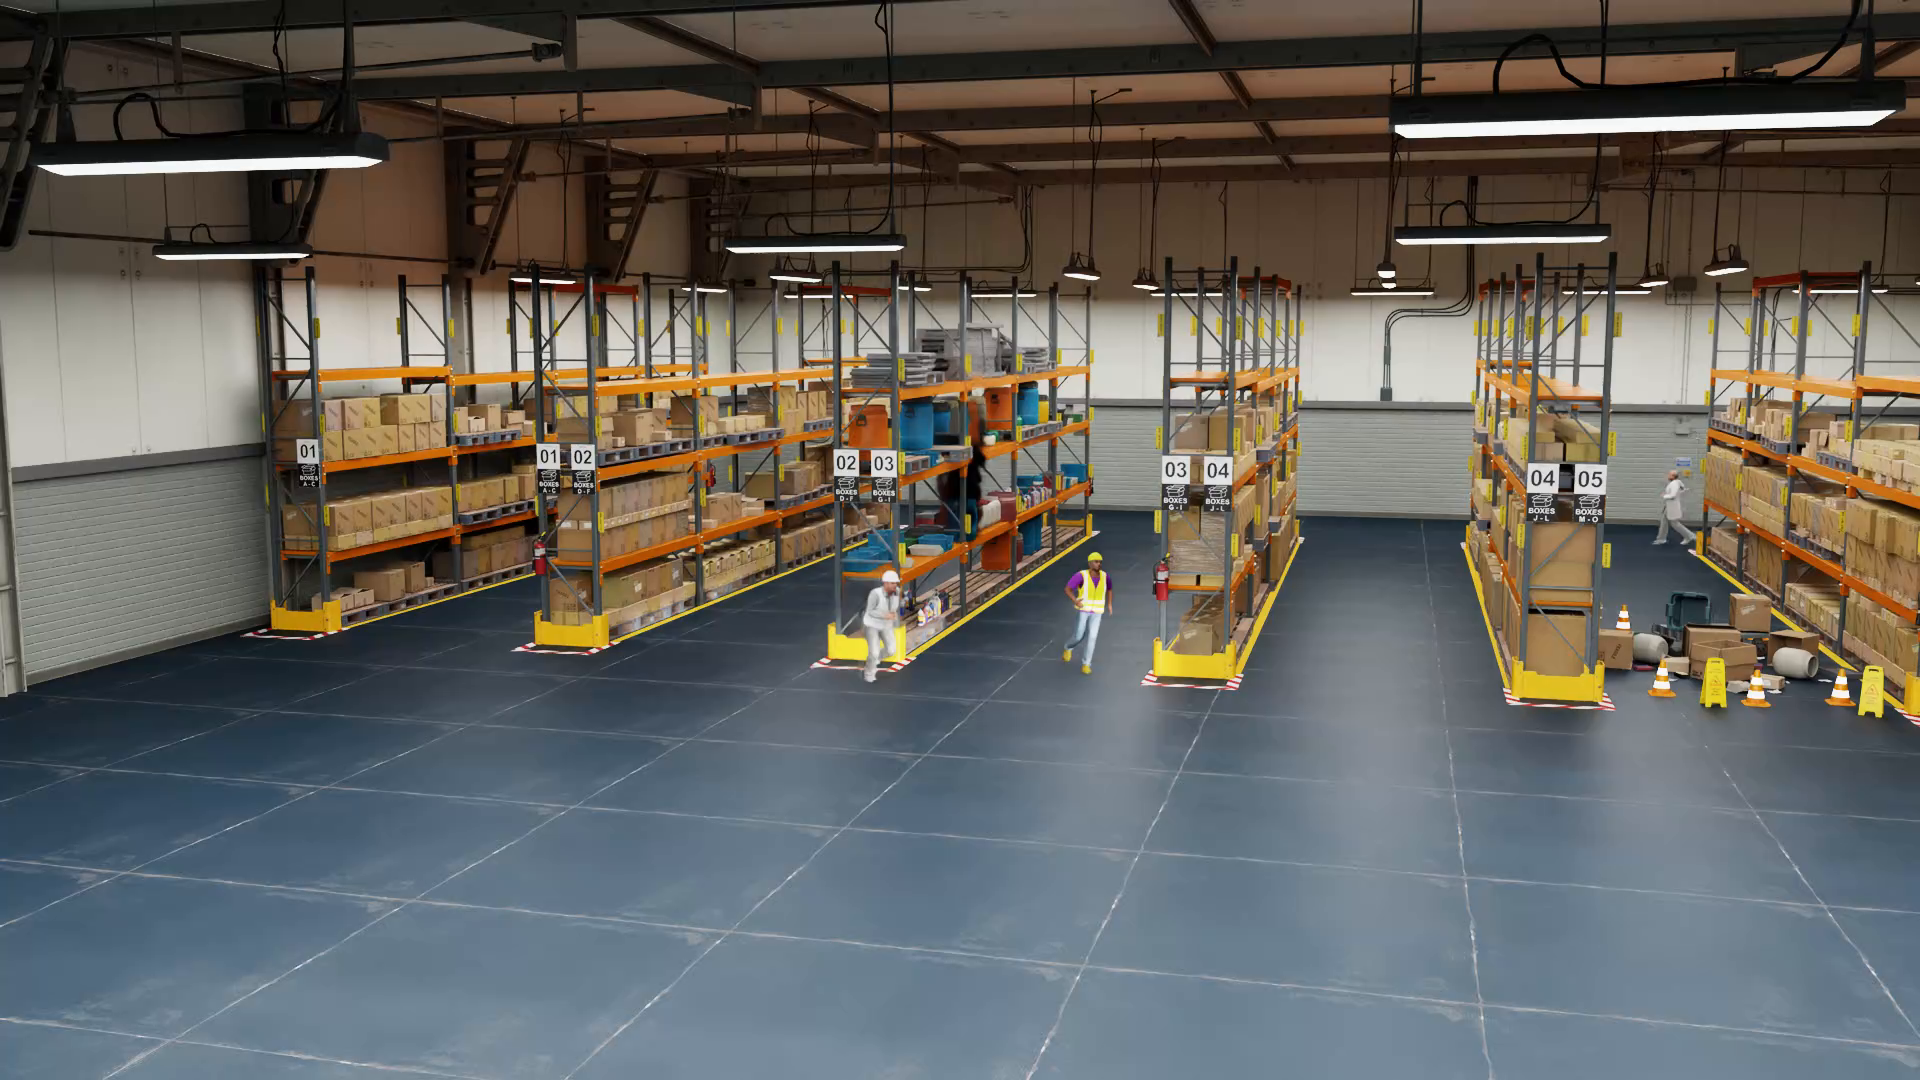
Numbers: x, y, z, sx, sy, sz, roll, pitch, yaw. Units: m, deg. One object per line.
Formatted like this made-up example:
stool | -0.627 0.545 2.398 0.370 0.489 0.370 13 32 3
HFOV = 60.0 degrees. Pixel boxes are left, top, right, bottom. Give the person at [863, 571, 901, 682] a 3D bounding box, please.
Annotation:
person | -1.059 1.218 23.533 0.679 1.635 0.837 -6 9 -38

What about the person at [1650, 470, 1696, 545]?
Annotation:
person | 16.458 -0.716 38.303 0.977 1.790 0.724 3 8 22

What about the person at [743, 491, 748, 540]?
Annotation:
person | -4.701 -0.620 37.807 0.576 1.754 0.754 1 7 7

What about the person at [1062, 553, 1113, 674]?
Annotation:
person | 1.927 1.046 24.444 0.765 1.724 0.921 -2 7 -12
